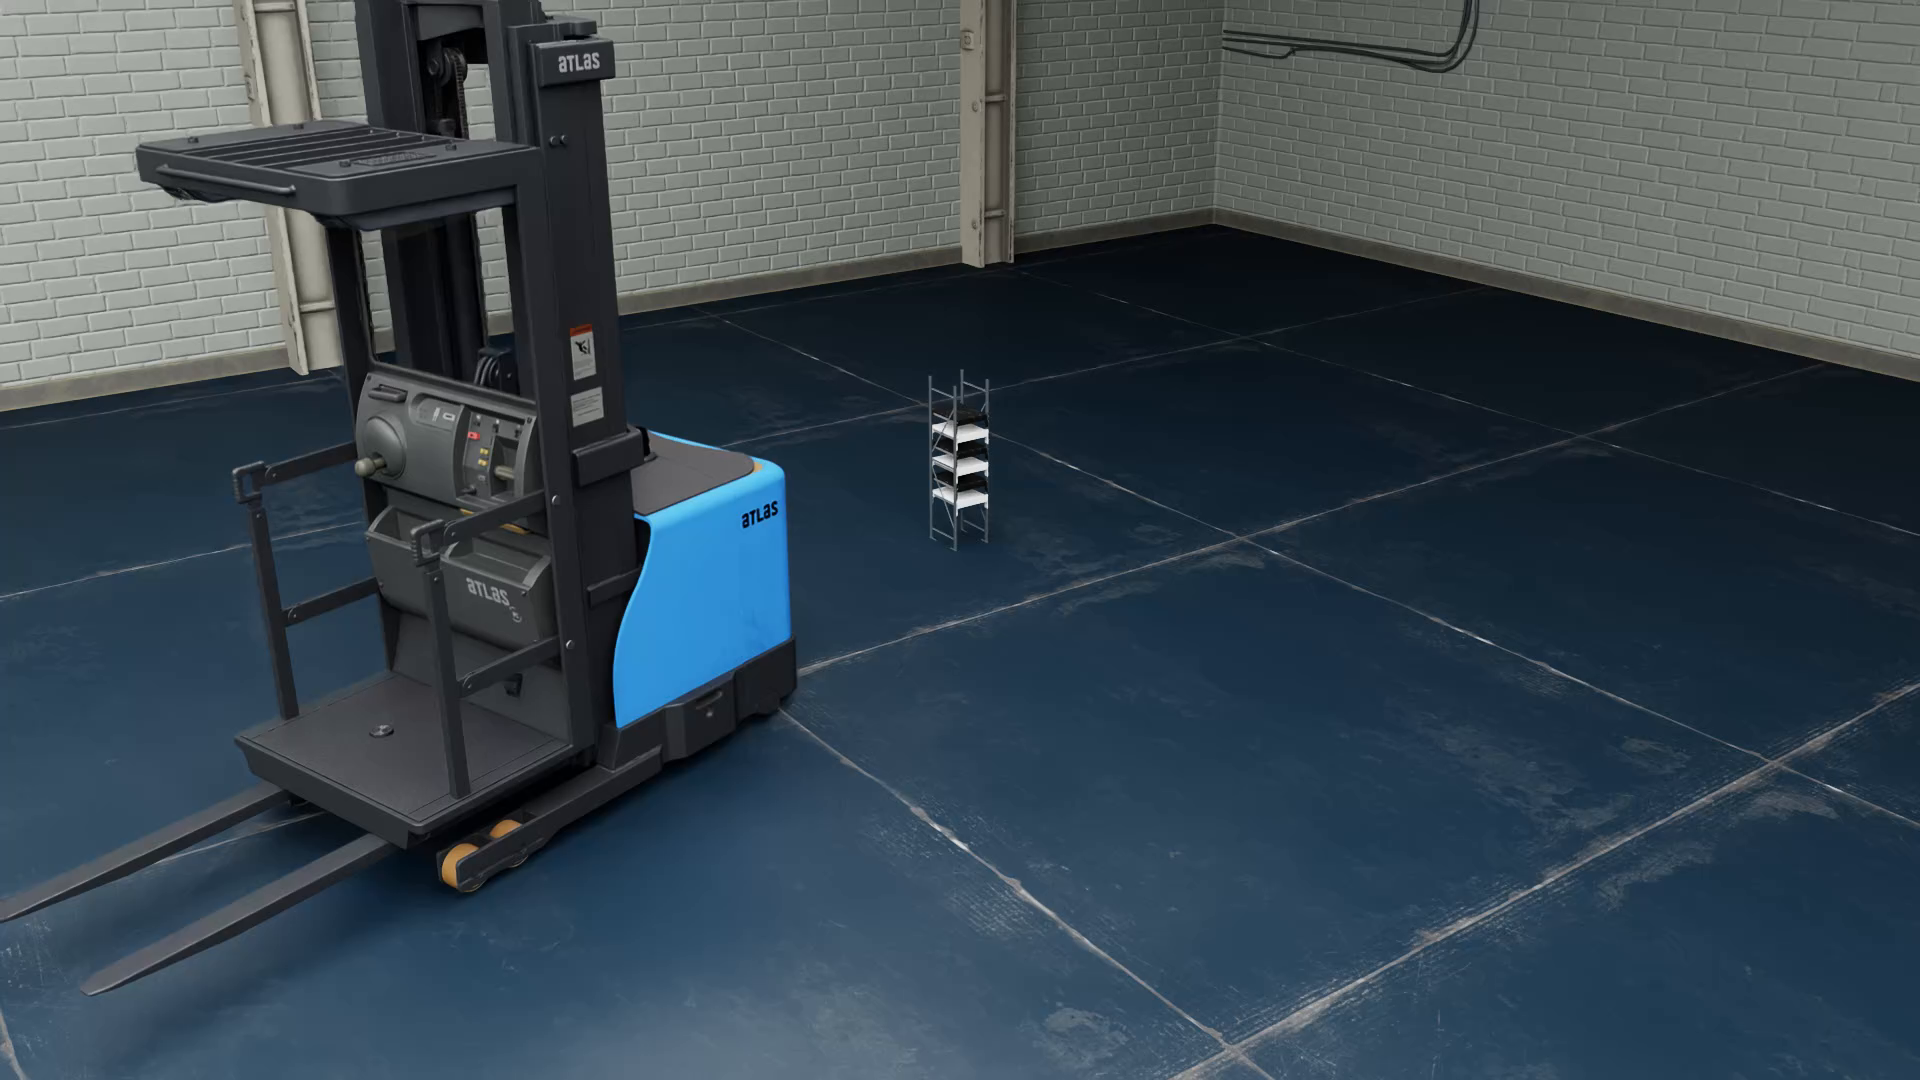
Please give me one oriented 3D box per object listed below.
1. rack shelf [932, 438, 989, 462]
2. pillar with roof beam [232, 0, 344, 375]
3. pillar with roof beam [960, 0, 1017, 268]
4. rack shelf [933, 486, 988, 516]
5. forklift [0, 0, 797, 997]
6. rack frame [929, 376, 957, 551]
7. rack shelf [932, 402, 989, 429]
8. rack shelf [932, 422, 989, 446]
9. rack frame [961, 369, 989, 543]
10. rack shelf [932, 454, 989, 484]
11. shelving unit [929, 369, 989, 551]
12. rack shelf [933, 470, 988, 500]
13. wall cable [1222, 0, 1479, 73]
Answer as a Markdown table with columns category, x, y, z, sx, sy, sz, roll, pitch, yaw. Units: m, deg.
| category | x | y | z | sx | sy | sz | roll | pitch | yaw |
| --- | --- | --- | --- | --- | --- | --- | --- | --- | --- |
| rack shelf | -0.007 | -0.469 | 8.704 | 0.200 | 0.077 | 0.258 | -15 | 26 | -33 |
| pillar with roof beam | -2.105 | -4.146 | 7.144 | 0.400 | 9.000 | 9.100 | -15 | 26 | -33 |
| pillar with roof beam | 2.765 | -5.444 | 10.398 | 0.400 | 9.000 | 9.100 | -15 | 26 | -33 |
| rack shelf | -0.007 | -0.218 | 8.804 | 0.200 | 0.077 | 0.258 | -15 | 26 | -33 |
| forklift | -1.965 | -0.334 | 5.779 | 1.130 | 2.935 | 3.031 | 15 | 26 | 33 |
| rack frame | -0.089 | -0.394 | 8.670 | 0.006 | 0.900 | 0.240 | -15 | 26 | -33 |
| rack shelf | -0.007 | -0.636 | 8.637 | 0.200 | 0.077 | 0.258 | -15 | 26 | -33 |
| rack shelf | -0.007 | -0.552 | 8.671 | 0.200 | 0.077 | 0.258 | -15 | 26 | -33 |
| rack frame | 0.076 | -0.438 | 8.780 | 0.006 | 0.900 | 0.240 | -15 | 26 | -33 |
| rack shelf | -0.007 | -0.385 | 8.738 | 0.200 | 0.077 | 0.258 | -15 | 26 | -33 |
| shelving unit | -0.007 | -0.416 | 8.725 | 0.210 | 0.900 | 0.258 | -15 | 26 | -33 |
| rack shelf | -0.007 | -0.302 | 8.771 | 0.200 | 0.077 | 0.258 | -15 | 26 | -33 |
| wall cable | 3.415 | -5.537 | 14.820 | 0.112 | 2.526 | 3.097 | -15 | 26 | -33 |
